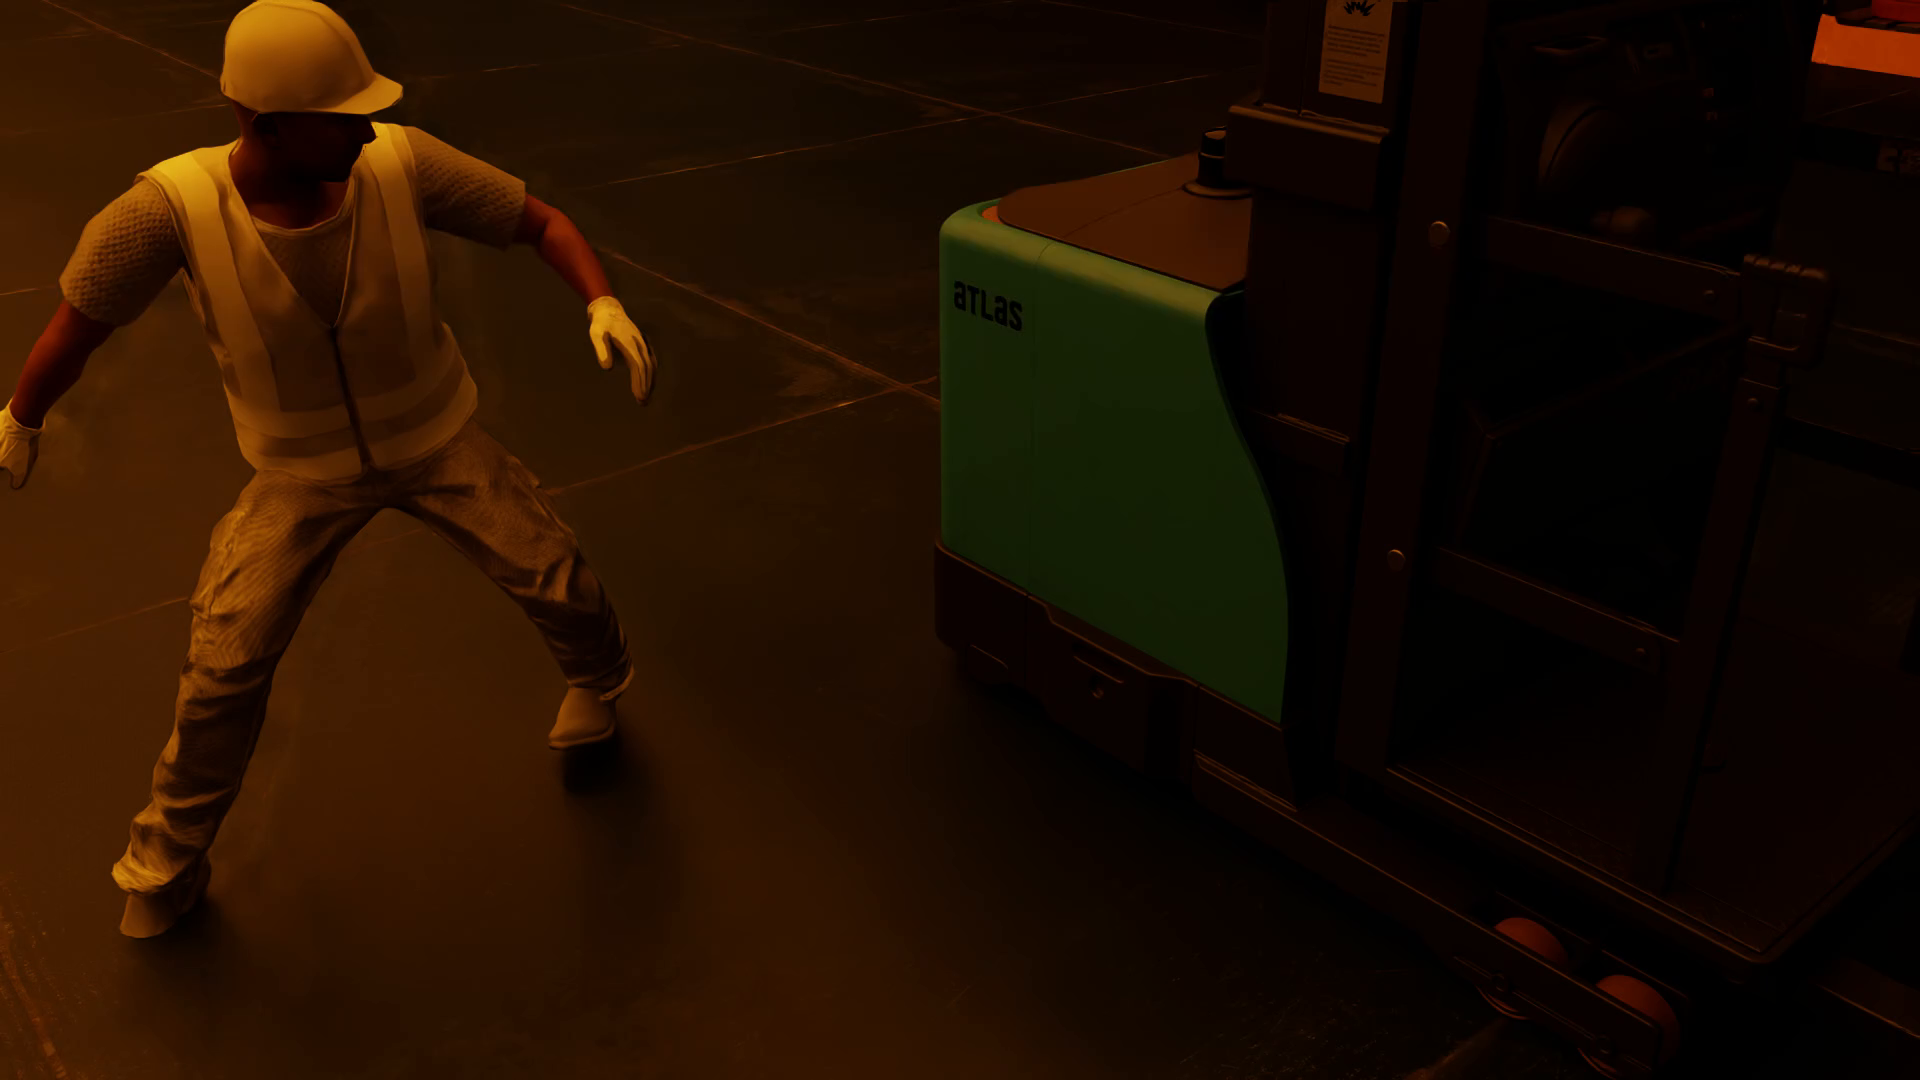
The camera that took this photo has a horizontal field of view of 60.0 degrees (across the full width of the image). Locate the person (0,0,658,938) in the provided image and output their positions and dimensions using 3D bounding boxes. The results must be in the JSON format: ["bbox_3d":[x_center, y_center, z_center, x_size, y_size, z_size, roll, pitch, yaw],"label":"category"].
[{"bbox_3d":[-1.146,-0.104,3.028,1.147,1.731,0.583,-11,28,-20],"label":"person"}]

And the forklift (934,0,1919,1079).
[{"bbox_3d":[1.281,-0.684,2.581,1.130,2.935,3.031,-21,33,-36],"label":"forklift"}]
